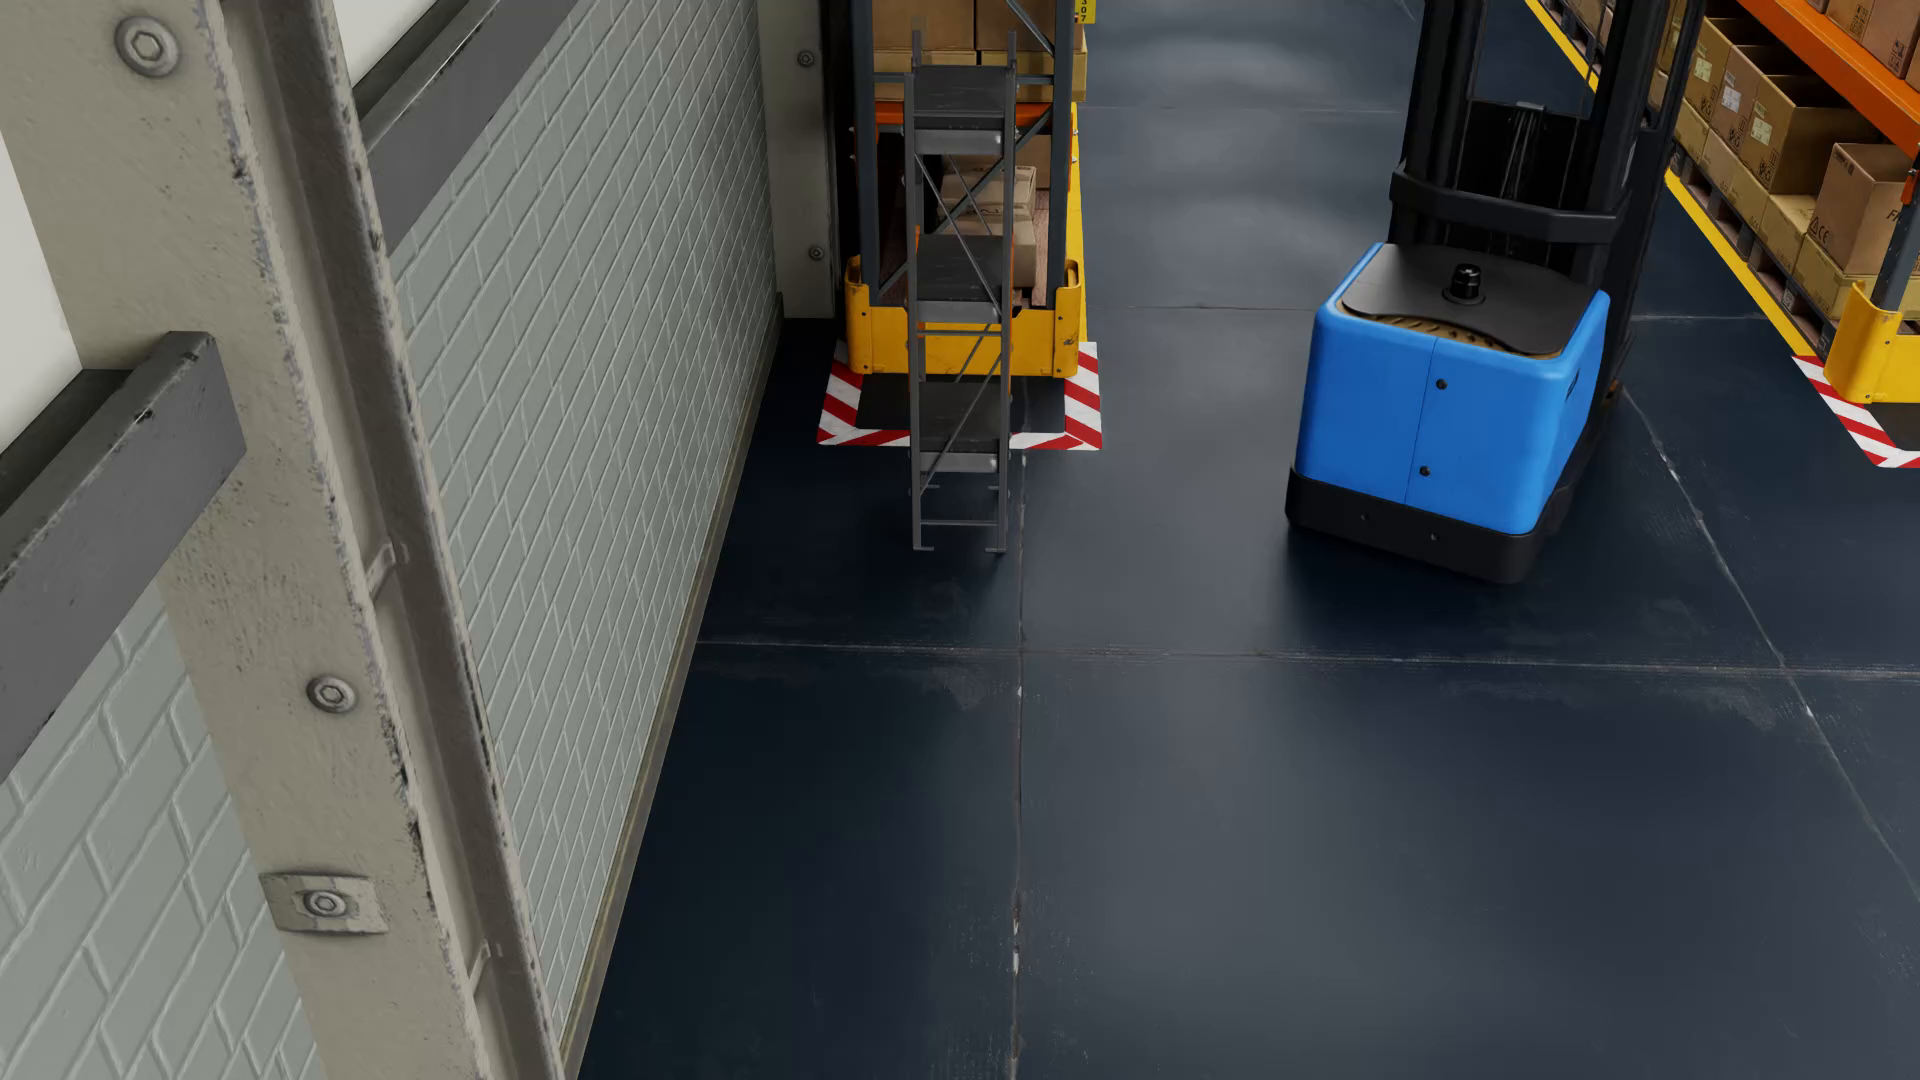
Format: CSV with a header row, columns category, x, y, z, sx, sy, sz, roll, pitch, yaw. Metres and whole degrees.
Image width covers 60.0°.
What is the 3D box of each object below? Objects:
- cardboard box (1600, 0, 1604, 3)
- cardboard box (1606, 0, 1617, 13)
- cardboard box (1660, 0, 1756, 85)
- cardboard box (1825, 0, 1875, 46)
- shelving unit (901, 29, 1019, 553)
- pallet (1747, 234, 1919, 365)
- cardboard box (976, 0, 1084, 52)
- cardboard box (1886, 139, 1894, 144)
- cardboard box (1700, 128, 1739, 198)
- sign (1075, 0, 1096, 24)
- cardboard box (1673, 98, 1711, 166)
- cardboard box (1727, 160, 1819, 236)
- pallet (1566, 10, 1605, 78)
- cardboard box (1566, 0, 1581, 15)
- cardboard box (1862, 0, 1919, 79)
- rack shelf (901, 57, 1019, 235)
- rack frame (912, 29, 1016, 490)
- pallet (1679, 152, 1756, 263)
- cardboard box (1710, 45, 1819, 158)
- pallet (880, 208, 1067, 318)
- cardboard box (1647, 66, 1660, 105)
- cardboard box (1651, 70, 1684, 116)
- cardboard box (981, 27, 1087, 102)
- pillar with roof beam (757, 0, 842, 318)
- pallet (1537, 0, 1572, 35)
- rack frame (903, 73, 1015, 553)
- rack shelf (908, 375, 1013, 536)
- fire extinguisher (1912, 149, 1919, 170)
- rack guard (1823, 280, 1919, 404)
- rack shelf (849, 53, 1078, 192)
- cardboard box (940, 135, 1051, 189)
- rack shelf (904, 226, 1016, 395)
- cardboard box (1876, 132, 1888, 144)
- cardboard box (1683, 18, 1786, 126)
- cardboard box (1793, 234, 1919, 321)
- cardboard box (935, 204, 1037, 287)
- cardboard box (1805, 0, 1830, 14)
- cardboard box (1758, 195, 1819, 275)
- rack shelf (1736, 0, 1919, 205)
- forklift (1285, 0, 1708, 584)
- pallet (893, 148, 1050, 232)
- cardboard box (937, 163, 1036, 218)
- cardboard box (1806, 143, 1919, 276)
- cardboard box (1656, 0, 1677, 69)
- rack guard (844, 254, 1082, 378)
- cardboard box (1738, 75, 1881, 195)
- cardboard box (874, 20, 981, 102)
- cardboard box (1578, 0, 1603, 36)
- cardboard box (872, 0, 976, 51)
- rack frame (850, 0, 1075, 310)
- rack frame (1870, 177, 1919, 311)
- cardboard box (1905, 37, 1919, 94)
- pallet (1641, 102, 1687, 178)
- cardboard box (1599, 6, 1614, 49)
category,x,y,z,sx,sy,sz,roll,pitch,yaw
cardboard box,4.869,-4.116,12.037,0.500,0.311,0.500,2,35,3
cardboard box,4.855,-3.817,11.611,0.500,0.311,0.500,1,35,2
cardboard box,4.781,-3.109,10.438,0.500,0.500,0.500,1,35,2
cardboard box,5.038,-2.899,8.680,0.700,0.500,0.500,2,35,2
shelving unit,0.007,-0.954,6.782,0.431,2.100,0.503,1,35,2
pallet,4.953,-1.303,8.920,1.003,0.211,1.213,1,35,2
cardboard box,0.334,-2.637,7.854,0.500,0.500,0.500,1,35,2
cardboard box,5.226,-1.947,8.786,0.500,0.500,0.500,1,35,2
cardboard box,4.739,-2.227,9.837,0.500,0.250,0.500,1,35,2
sign,0.556,-2.457,7.385,0.100,0.325,0.005,1,35,2
cardboard box,4.753,-2.515,10.246,0.500,0.250,0.500,1,35,2
cardboard box,4.717,-1.940,9.428,0.500,0.250,0.500,1,35,2
pallet,5.115,-3.585,12.167,1.003,0.211,1.213,1,35,2
cardboard box,4.894,-4.178,12.612,0.500,0.250,0.500,2,35,3
cardboard box,5.012,-2.614,8.274,0.700,0.500,0.500,2,35,3
rack shelf,0.007,-1.516,6.387,0.431,0.518,0.480,1,35,2
rack frame,0.016,-1.094,6.981,0.400,2.100,0.015,1,35,2
pallet,5.005,-2.002,9.915,1.003,0.211,1.213,1,35,2
cardboard box,4.735,-2.534,9.621,0.500,0.500,0.500,1,35,2
pallet,0.085,-1.484,9.179,1.003,0.211,1.213,1,35,2
cardboard box,4.803,-3.089,11.063,0.500,0.250,0.500,1,35,2
cardboard box,4.778,-2.802,10.654,0.500,0.250,0.500,1,35,2
cardboard box,0.351,-2.336,8.078,0.500,0.250,0.500,0,35,1
pillar with roof beam,3.480,-4.893,6.386,9.100,9.000,0.400,1,35,2
pallet,5.162,-4.288,13.167,1.003,0.211,1.213,1,35,2
rack frame,-0.003,-0.814,6.582,0.400,2.100,0.015,1,35,2
rack shelf,0.007,-0.370,7.192,0.431,0.518,0.480,1,35,2
fire extinguisher,4.495,-1.915,7.433,0.296,0.674,0.183,1,35,2
rack guard,4.963,-0.967,8.191,1.175,0.500,0.348,1,35,2
rack shelf,0.095,-2.970,9.494,1.077,0.370,4.000,1,35,2
cardboard box,0.234,-2.416,9.871,0.700,0.500,0.500,-1,35,-1
rack shelf,0.007,-0.943,6.789,0.431,0.518,0.480,1,35,2
cardboard box,5.233,-2.235,9.195,0.500,0.500,0.500,1,35,2
cardboard box,4.753,-2.821,10.030,0.500,0.500,0.500,1,35,2
cardboard box,4.690,-1.365,8.610,0.500,0.250,0.500,1,35,2
cardboard box,0.132,-1.591,8.861,0.500,0.311,0.500,-2,35,-3
cardboard box,5.055,-3.202,9.110,0.700,0.500,0.500,2,35,3
cardboard box,4.698,-1.653,9.019,0.500,0.250,0.500,1,35,2
rack shelf,5.044,-2.858,9.334,1.077,0.370,4.000,1,35,2
forklift,2.587,-1.842,7.322,1.130,2.935,3.031,18,39,24
pallet,0.137,-2.184,10.173,1.003,0.211,1.213,1,35,2
cardboard box,0.155,-1.919,9.327,0.500,0.311,0.500,4,35,6
cardboard box,4.688,-1.672,8.394,0.500,0.500,0.500,1,35,2
cardboard box,4.793,-3.396,10.847,0.500,0.500,0.500,1,35,2
rack guard,0.017,-1.137,8.433,1.175,0.500,0.348,1,35,2
cardboard box,4.714,-2.247,9.212,0.500,0.500,0.500,1,35,2
cardboard box,-0.161,-2.336,8.078,0.500,0.250,0.500,2,35,3
cardboard box,4.874,-3.884,12.194,0.500,0.250,0.500,1,35,1
cardboard box,-0.179,-2.645,7.866,0.500,0.500,0.500,1,35,1
rack frame,0.014,-2.116,7.652,1.000,3.000,0.127,1,35,2
rack frame,4.964,-2.003,7.492,1.000,3.000,0.127,1,35,2
cardboard box,4.996,-2.312,7.844,0.700,0.500,0.500,1,35,2
pallet,5.051,-2.705,10.915,1.003,0.211,1.213,1,35,2
cardboard box,4.852,-3.593,11.780,0.500,0.250,0.500,1,35,1
